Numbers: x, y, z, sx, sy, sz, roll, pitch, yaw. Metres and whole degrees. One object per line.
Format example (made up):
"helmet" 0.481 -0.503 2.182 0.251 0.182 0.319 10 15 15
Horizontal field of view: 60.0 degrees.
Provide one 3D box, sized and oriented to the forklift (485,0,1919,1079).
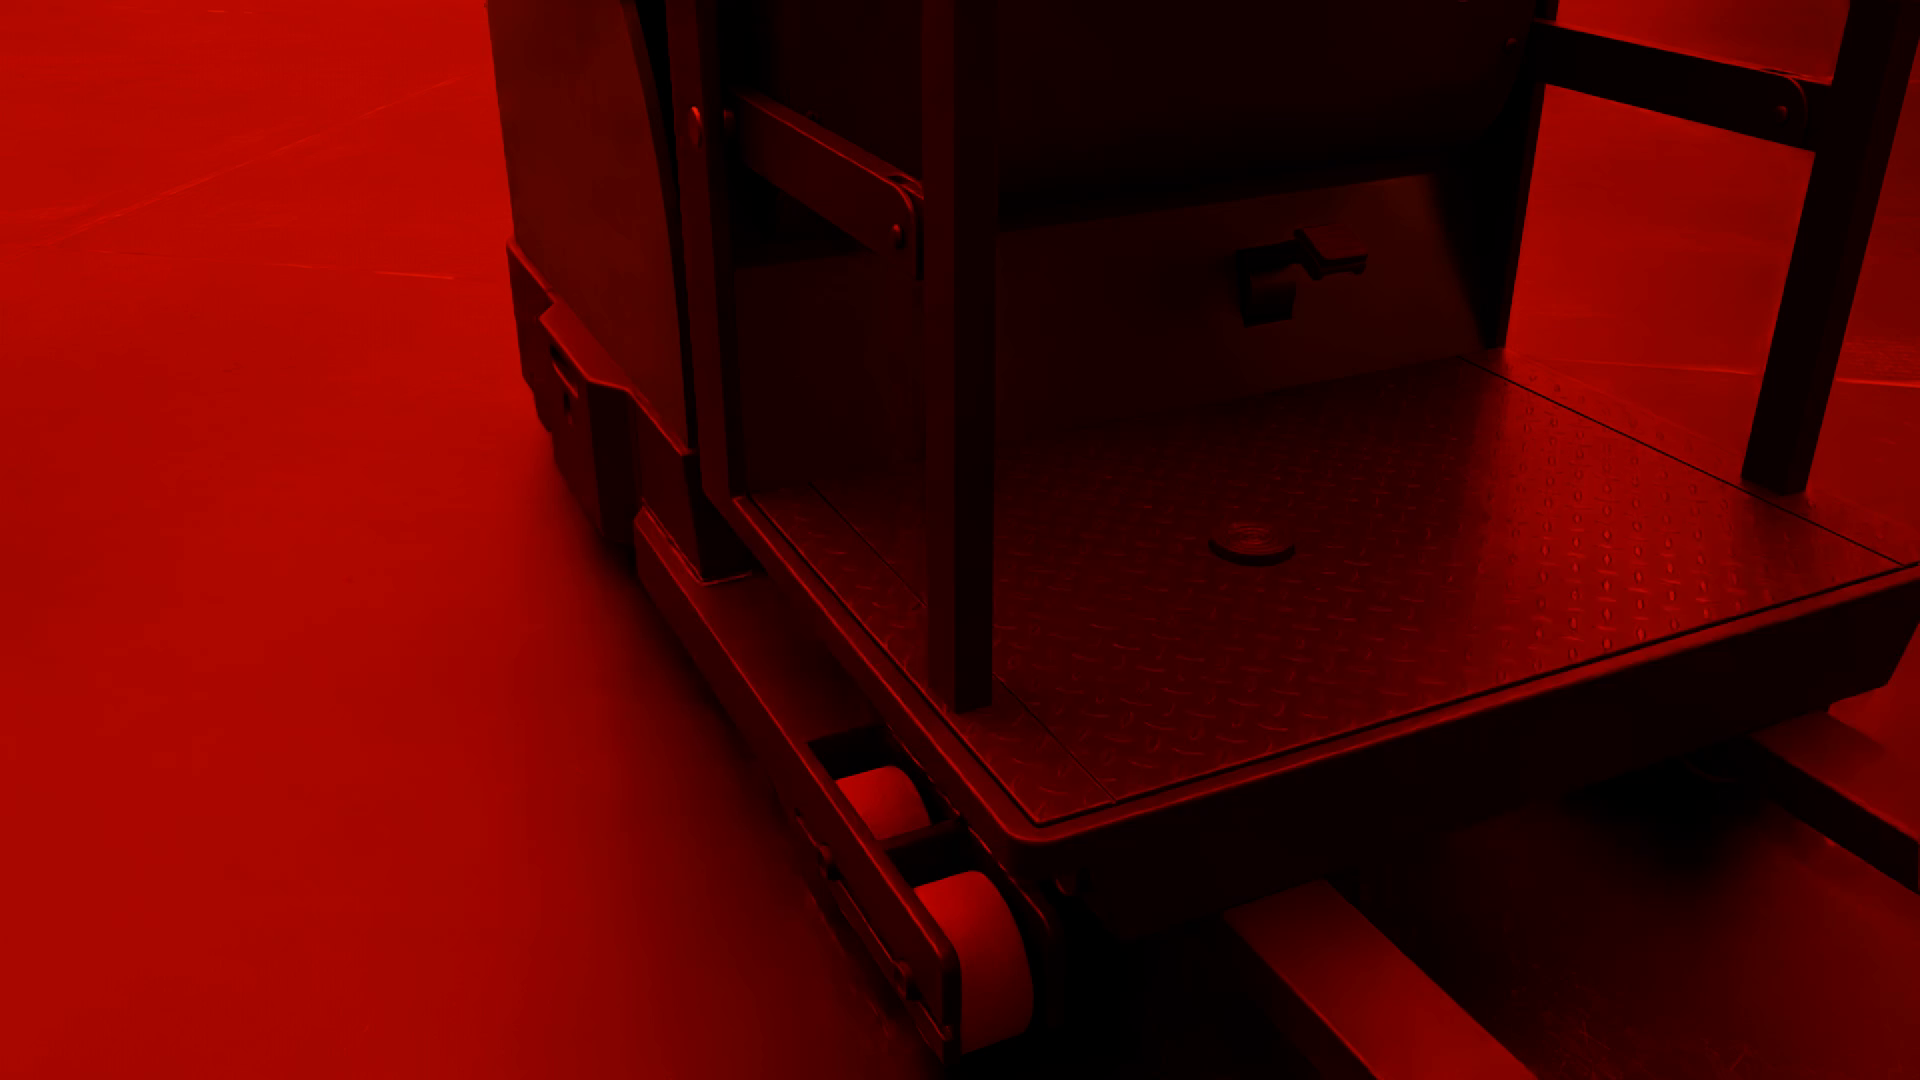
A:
"forklift" 0.327 -1.057 1.341 1.130 2.935 3.031 -12 29 -23
